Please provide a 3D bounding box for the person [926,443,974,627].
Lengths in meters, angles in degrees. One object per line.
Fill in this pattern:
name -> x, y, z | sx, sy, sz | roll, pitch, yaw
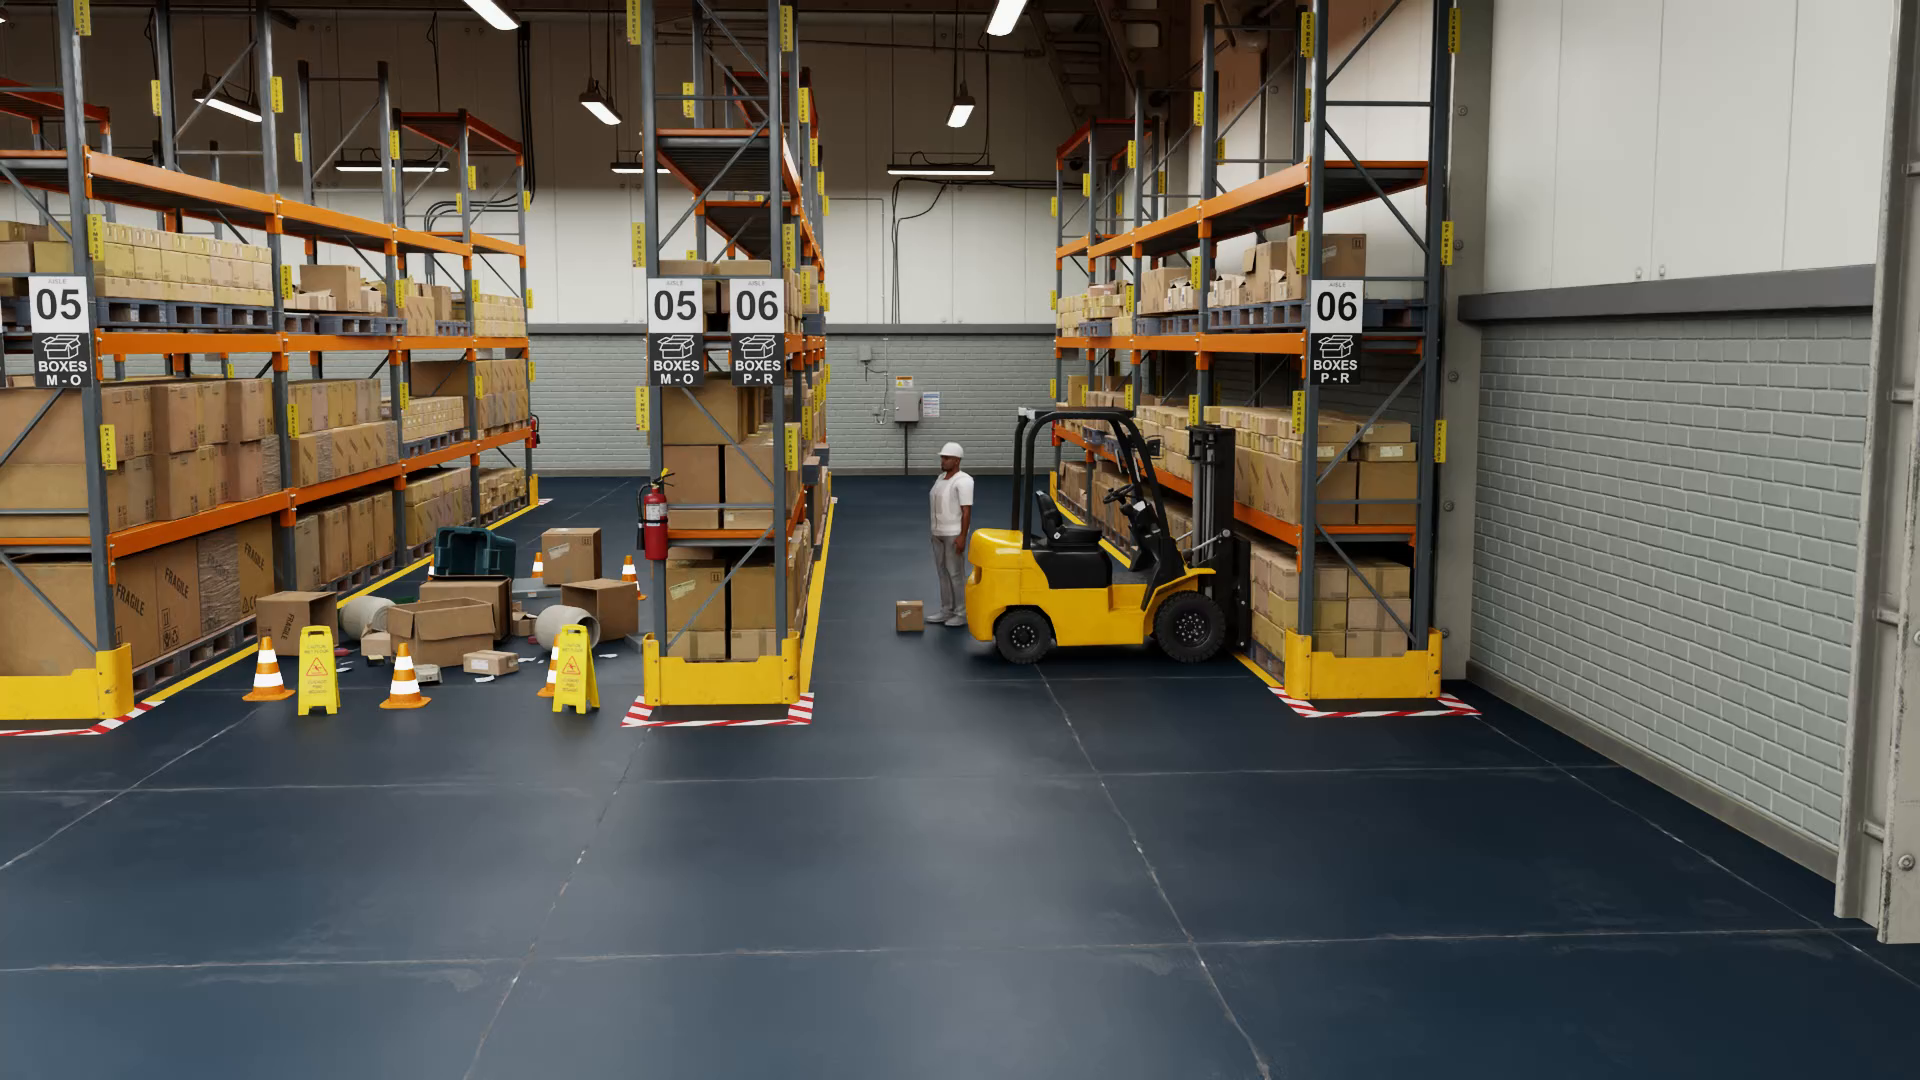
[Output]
person -> -0.093, -0.058, 16.088 | 0.340, 1.765, 0.561 | -4, 8, -31
